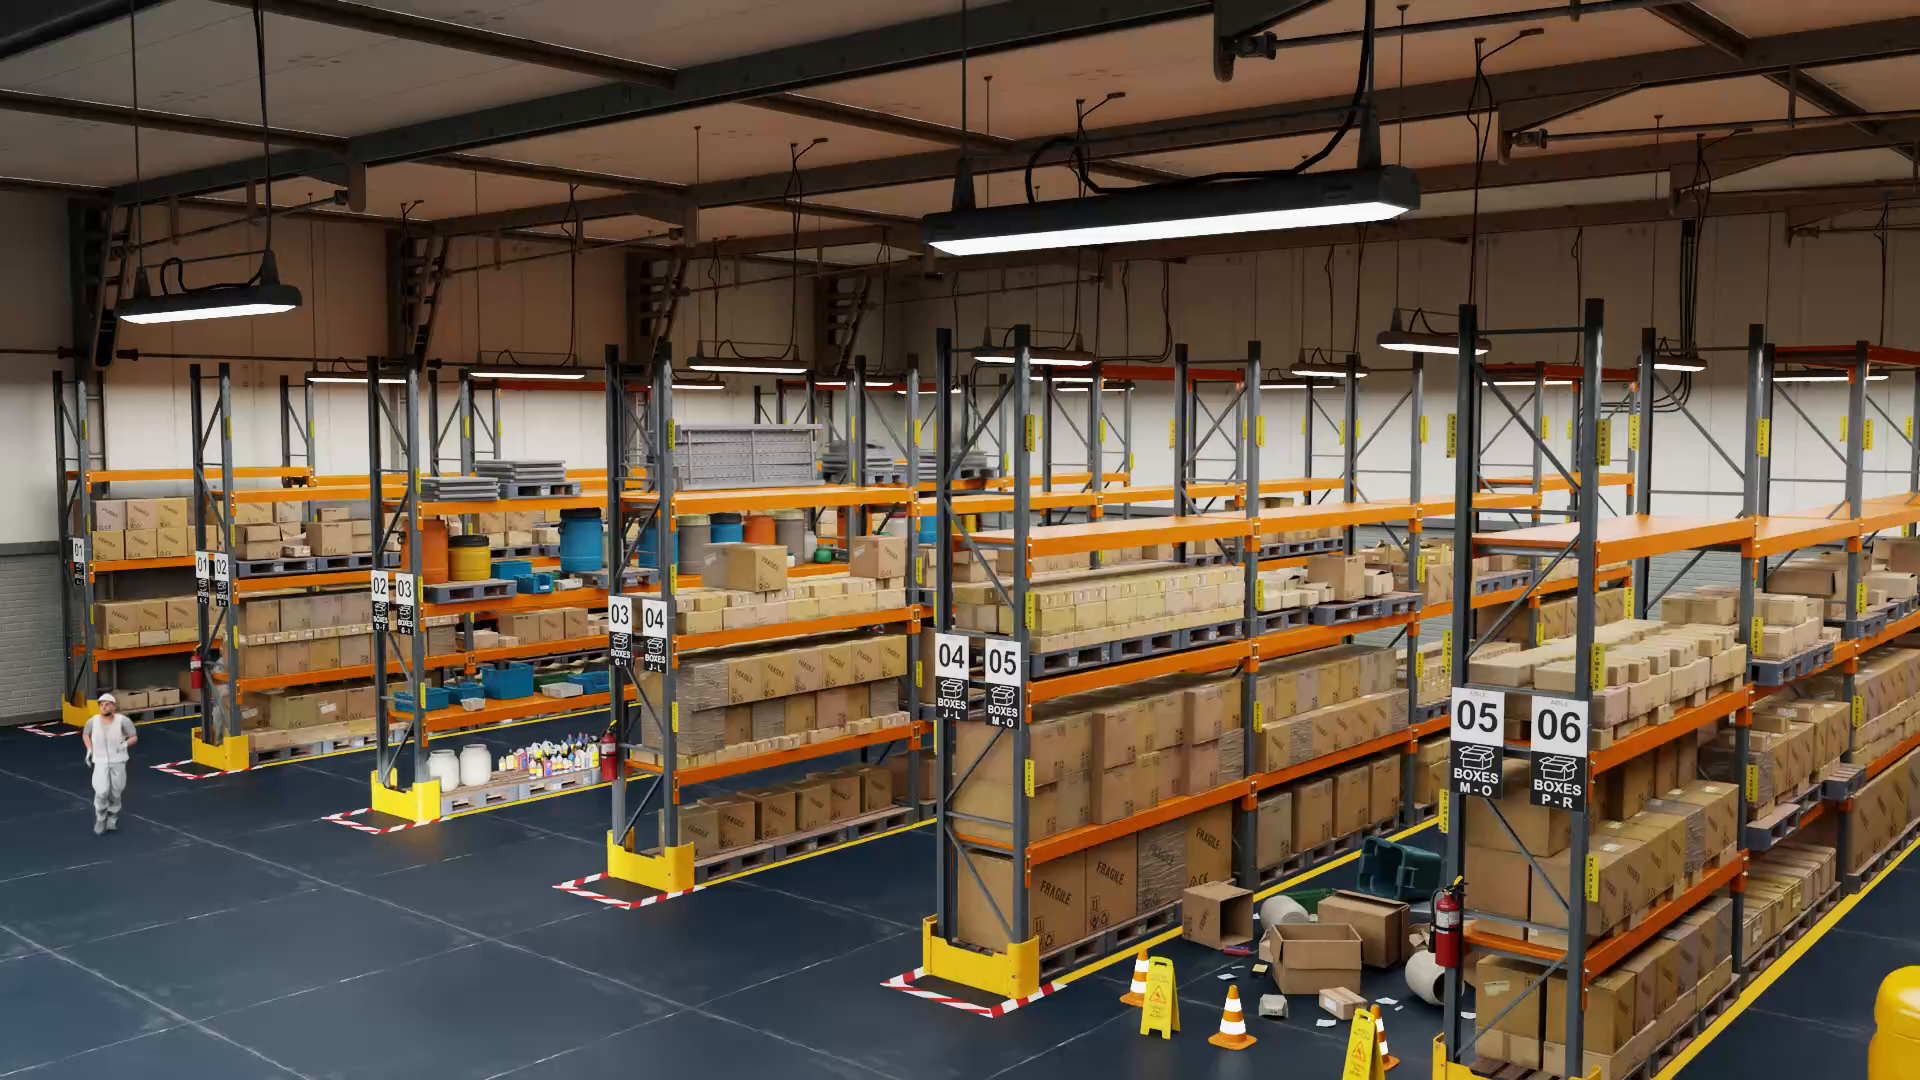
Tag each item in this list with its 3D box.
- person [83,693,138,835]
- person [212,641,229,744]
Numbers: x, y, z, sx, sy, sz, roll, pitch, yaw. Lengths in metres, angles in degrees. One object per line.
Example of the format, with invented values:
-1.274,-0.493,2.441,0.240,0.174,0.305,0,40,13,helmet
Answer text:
-10.560,2.789,20.660,0.624,1.770,0.667,-2,4,-23,person
-11.664,2.412,26.411,0.571,1.639,0.924,3,5,34,person
